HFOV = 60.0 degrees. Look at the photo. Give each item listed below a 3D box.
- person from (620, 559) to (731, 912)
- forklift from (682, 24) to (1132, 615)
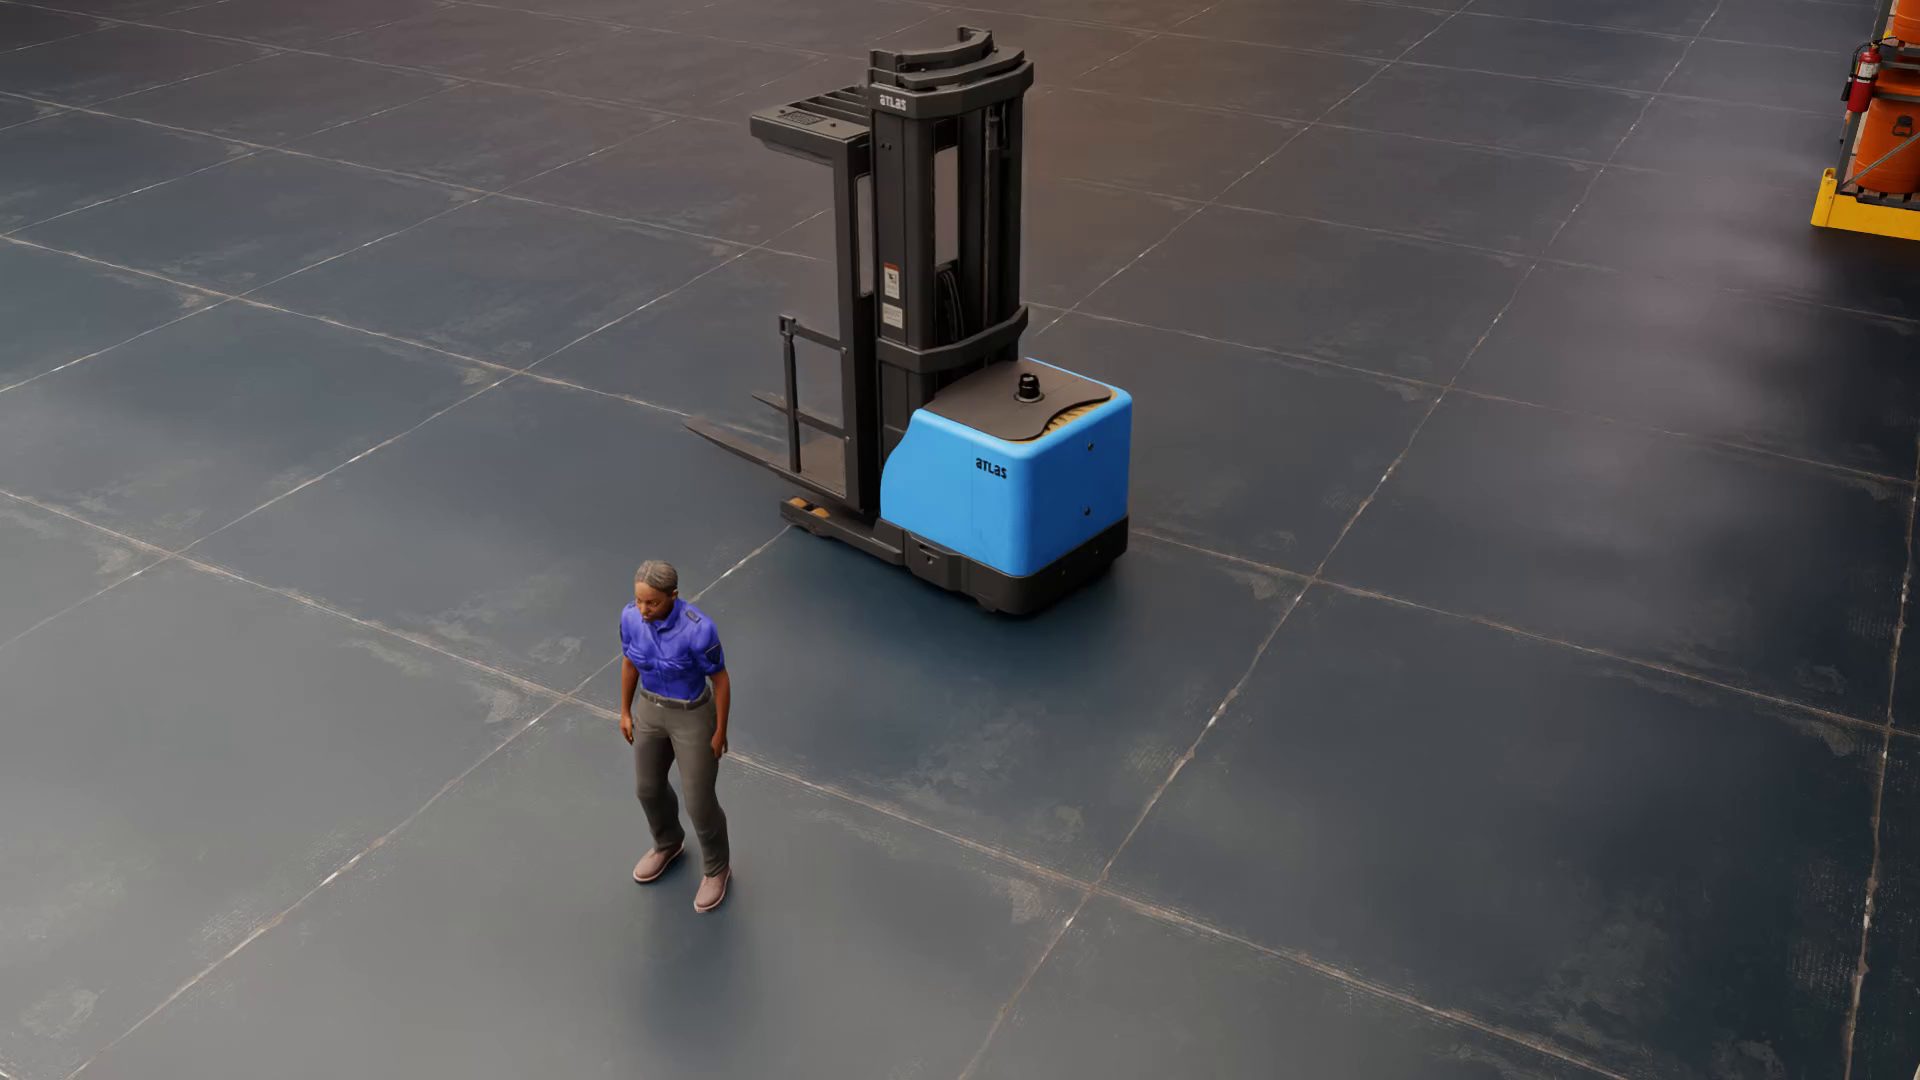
[{"bbox_3d":[-1.211,0.782,7.006,0.503,1.662,0.375,12,32,20],"label":"person"},{"bbox_3d":[-0.462,-1.469,9.616,3.031,2.935,1.130,24,37,35],"label":"forklift"}]
